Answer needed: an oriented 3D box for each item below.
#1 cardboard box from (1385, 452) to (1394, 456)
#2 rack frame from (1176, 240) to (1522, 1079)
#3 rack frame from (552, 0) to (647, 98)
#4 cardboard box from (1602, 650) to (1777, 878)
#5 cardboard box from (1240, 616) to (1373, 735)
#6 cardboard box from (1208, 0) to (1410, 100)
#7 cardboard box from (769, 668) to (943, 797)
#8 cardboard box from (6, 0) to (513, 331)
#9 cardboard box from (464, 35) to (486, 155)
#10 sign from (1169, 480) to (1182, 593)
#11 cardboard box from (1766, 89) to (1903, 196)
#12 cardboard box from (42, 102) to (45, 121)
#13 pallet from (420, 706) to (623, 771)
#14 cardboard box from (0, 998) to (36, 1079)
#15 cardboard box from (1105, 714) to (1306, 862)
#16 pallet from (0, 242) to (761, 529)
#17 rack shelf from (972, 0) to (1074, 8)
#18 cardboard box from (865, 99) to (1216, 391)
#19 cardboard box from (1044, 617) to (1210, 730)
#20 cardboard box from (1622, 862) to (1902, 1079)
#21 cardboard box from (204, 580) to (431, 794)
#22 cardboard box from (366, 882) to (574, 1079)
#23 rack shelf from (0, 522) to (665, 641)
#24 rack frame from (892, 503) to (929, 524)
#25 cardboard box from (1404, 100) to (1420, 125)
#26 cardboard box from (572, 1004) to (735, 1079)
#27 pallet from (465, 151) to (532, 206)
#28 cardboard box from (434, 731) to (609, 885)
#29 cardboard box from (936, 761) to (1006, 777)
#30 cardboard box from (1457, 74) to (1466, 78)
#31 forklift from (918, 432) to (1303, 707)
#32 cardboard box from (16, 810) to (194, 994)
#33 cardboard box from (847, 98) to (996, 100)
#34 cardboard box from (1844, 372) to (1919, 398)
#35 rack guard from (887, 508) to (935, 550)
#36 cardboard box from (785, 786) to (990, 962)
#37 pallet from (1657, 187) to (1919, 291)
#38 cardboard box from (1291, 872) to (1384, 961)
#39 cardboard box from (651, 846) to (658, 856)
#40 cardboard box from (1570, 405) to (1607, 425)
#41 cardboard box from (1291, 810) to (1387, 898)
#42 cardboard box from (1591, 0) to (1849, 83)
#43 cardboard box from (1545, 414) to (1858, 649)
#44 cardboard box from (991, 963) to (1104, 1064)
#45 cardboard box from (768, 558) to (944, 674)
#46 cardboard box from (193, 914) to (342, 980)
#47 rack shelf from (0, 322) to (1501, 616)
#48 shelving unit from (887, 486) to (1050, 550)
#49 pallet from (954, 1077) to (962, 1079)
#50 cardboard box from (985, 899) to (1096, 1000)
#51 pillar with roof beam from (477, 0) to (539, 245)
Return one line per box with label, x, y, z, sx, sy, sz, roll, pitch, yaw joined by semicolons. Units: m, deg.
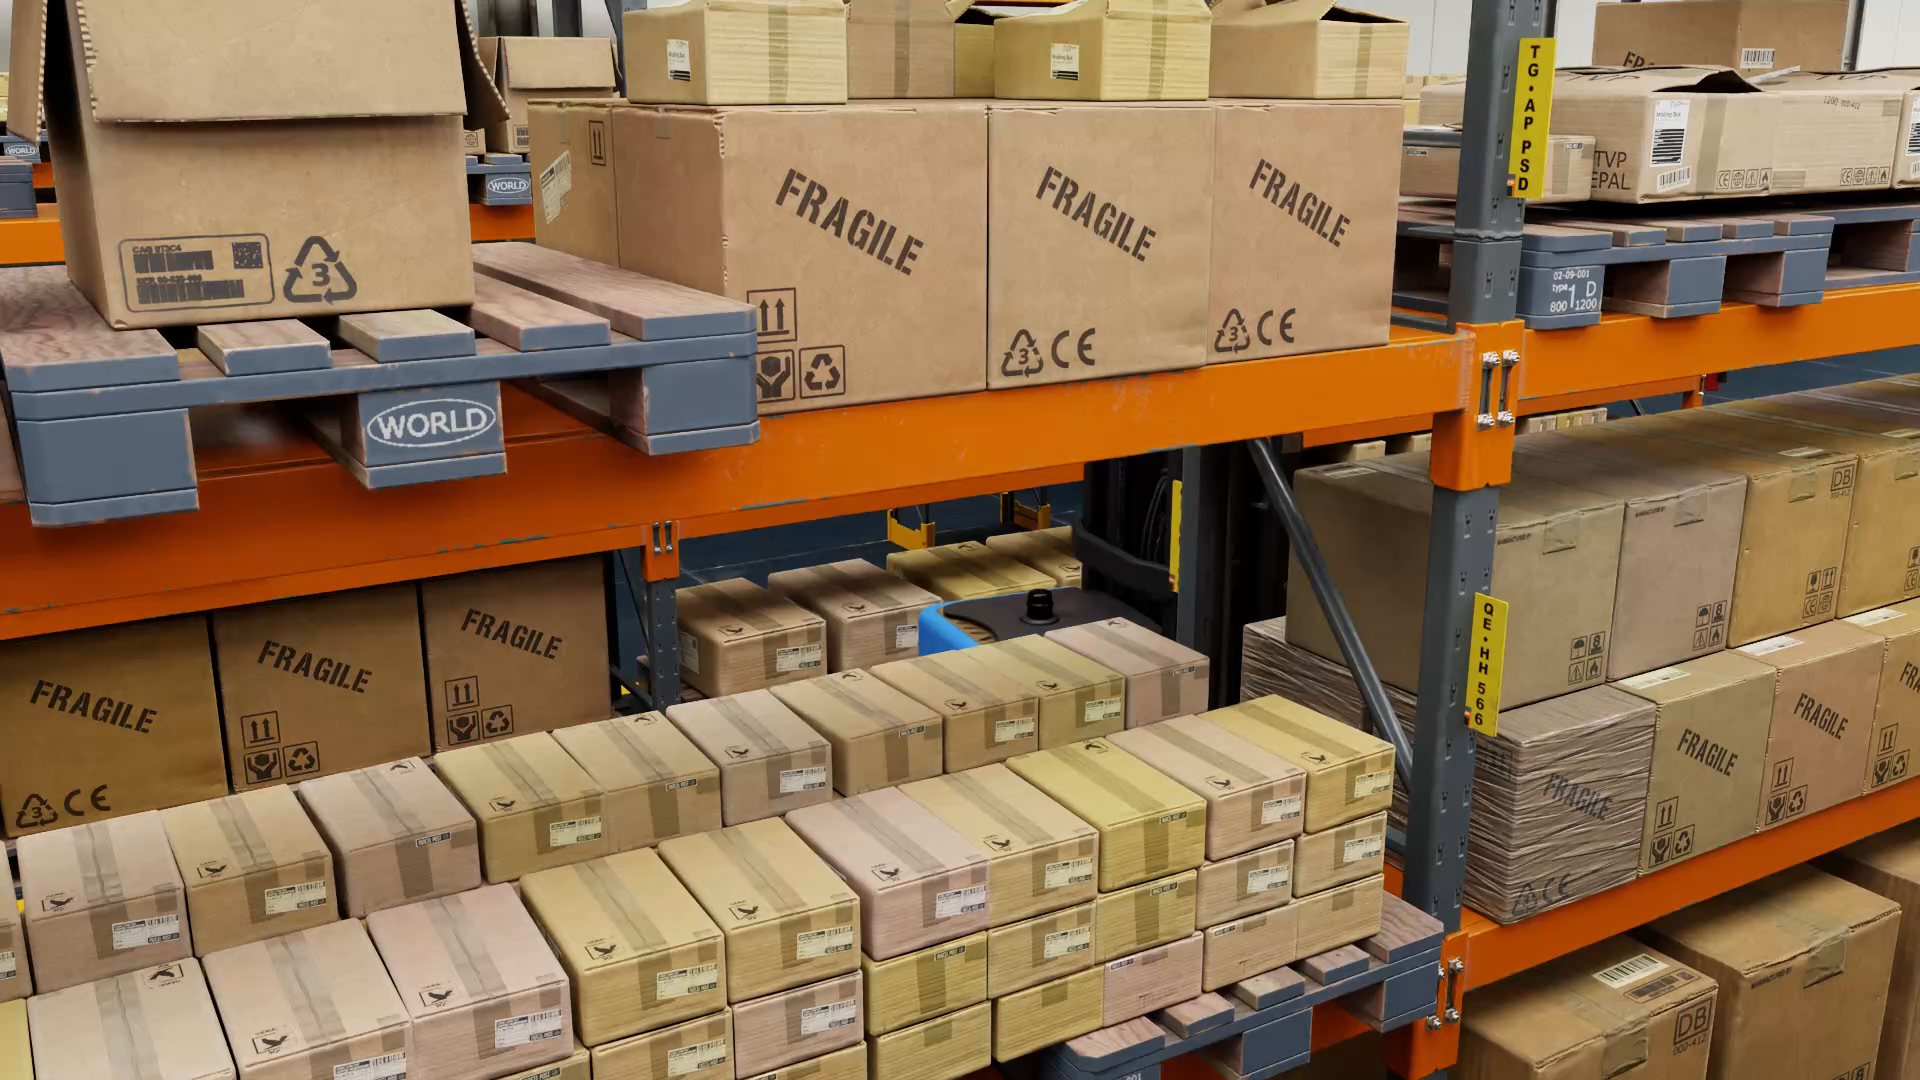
cardboard box;2.810;-0.340;10.994;0.500;0.500;0.500;-8;18;-27
rack frame;0.920;0.683;4.416;0.127;3.000;1.000;-9;18;-30
rack frame;-1.716;-3.337;7.642;0.127;3.000;1.000;-9;18;-30
cardboard box;1.878;0.563;4.657;0.500;0.500;0.500;-9;18;-30
cardboard box;1.168;0.510;4.848;0.500;0.500;0.500;-9;18;-30
cardboard box;0.707;-1.062;3.480;0.258;0.266;0.396;-9;18;-30
cardboard box;-0.245;0.442;3.860;0.250;0.149;0.380;-10;19;-32
cardboard box;-1.117;-0.642;2.615;0.637;0.503;0.797;-9;18;-30
cardboard box;-2.467;-1.961;7.329;0.500;0.500;0.700;-10;19;-32
sign;0.631;-0.003;4.717;0.005;0.325;0.100;-9;18;-30
cardboard box;2.083;-1.059;4.387;0.500;0.250;0.500;-9;18;-28
cardboard box;-5.939;-2.783;10.726;0.250;0.149;0.380;-9;18;-28
pallet;-2.431;0.986;8.500;1.213;0.211;1.003;-9;18;-30
cardboard box;-1.477;0.848;2.414;0.250;0.149;0.380;-9;18;-29
cardboard box;0.519;0.524;3.569;0.250;0.149;0.380;-9;18;-30
pallet;-1.037;-0.321;2.788;1.003;0.211;1.213;-9;18;-30
rack shelf;0.868;-4.780;14.864;4.000;0.370;1.077;-9;18;-30
cardboard box;0.139;-0.599;3.246;0.500;0.500;0.500;-9;18;-30
cardboard box;0.420;0.335;4.242;0.250;0.149;0.380;-9;18;-30
cardboard box;2.236;1.378;5.327;0.750;0.750;1.050;-9;18;-29
cardboard box;-3.118;0.572;7.969;0.875;0.875;0.875;-9;18;-29
cardboard box;-0.827;0.743;2.787;0.250;0.149;0.380;-8;18;-28
rack shelf;-3.430;0.176;7.557;4.000;0.370;1.077;-9;18;-30
rack frame;-0.363;-0.663;11.998;0.032;1.500;0.500;-9;18;-30
cardboard box;2.668;-2.591;10.266;0.500;0.250;0.500;-9;18;-30
cardboard box;-0.595;0.848;2.963;0.250;0.149;0.380;-10;18;-31
pallet;-2.241;-1.700;7.709;1.003;0.211;1.213;-8;18;-27
cardboard box;-0.918;0.551;3.470;0.250;0.149;0.380;-10;18;-30
cardboard box;-0.056;0.555;4.008;0.250;0.149;0.380;-10;18;-31
cardboard box;3.015;-2.834;10.393;0.250;0.149;0.380;-10;18;-32
forklift;1.364;-0.127;7.434;3.031;2.935;1.130;-7;17;-23
cardboard box;-1.588;0.661;3.081;0.250;0.149;0.380;-9;18;-30
cardboard box;-0.132;-0.721;3.681;0.500;0.500;0.500;-9;18;-30
cardboard box;3.486;-0.260;5.744;0.500;0.500;0.700;-10;18;-31
rack guard;-0.362;-0.062;12.167;0.087;0.250;0.587;-9;18;-30
cardboard box;-0.142;0.630;3.189;0.250;0.149;0.380;-9;18;-30
pallet;2.402;-0.928;4.957;1.213;0.211;1.003;-8;18;-27
cardboard box;0.734;0.777;3.770;0.250;0.149;0.380;-9;18;-29
cardboard box;-0.701;0.658;3.640;0.250;0.149;0.380;-9;18;-30
cardboard box;4.309;-0.874;11.695;0.250;0.149;0.380;-9;18;-28
cardboard box;0.731;0.632;3.733;0.250;0.149;0.380;-9;18;-29
cardboard box;2.266;-1.366;5.021;0.500;0.500;0.500;-9;18;-30
cardboard box;2.181;-0.049;4.990;0.500;0.500;0.700;-10;18;-31
cardboard box;0.084;0.880;3.399;0.250;0.149;0.380;-9;18;-30
cardboard box;-0.598;0.434;9.394;0.625;0.372;0.950;-10;18;-31
cardboard box;-1.374;0.768;3.250;0.250;0.149;0.380;-10;19;-33
rack shelf;-0.795;-0.137;3.117;4.000;0.370;1.077;-9;18;-30
shelving unit;0.065;-0.733;12.245;1.083;1.500;0.587;-9;18;-30
pallet;-0.756;1.060;3.427;1.213;0.211;1.003;-9;18;-30
cardboard box;0.064;0.742;3.343;0.250;0.149;0.380;-9;18;-30
pillar with roof beam;-1.405;-3.879;9.574;0.400;9.000;9.100;-9;18;-30
